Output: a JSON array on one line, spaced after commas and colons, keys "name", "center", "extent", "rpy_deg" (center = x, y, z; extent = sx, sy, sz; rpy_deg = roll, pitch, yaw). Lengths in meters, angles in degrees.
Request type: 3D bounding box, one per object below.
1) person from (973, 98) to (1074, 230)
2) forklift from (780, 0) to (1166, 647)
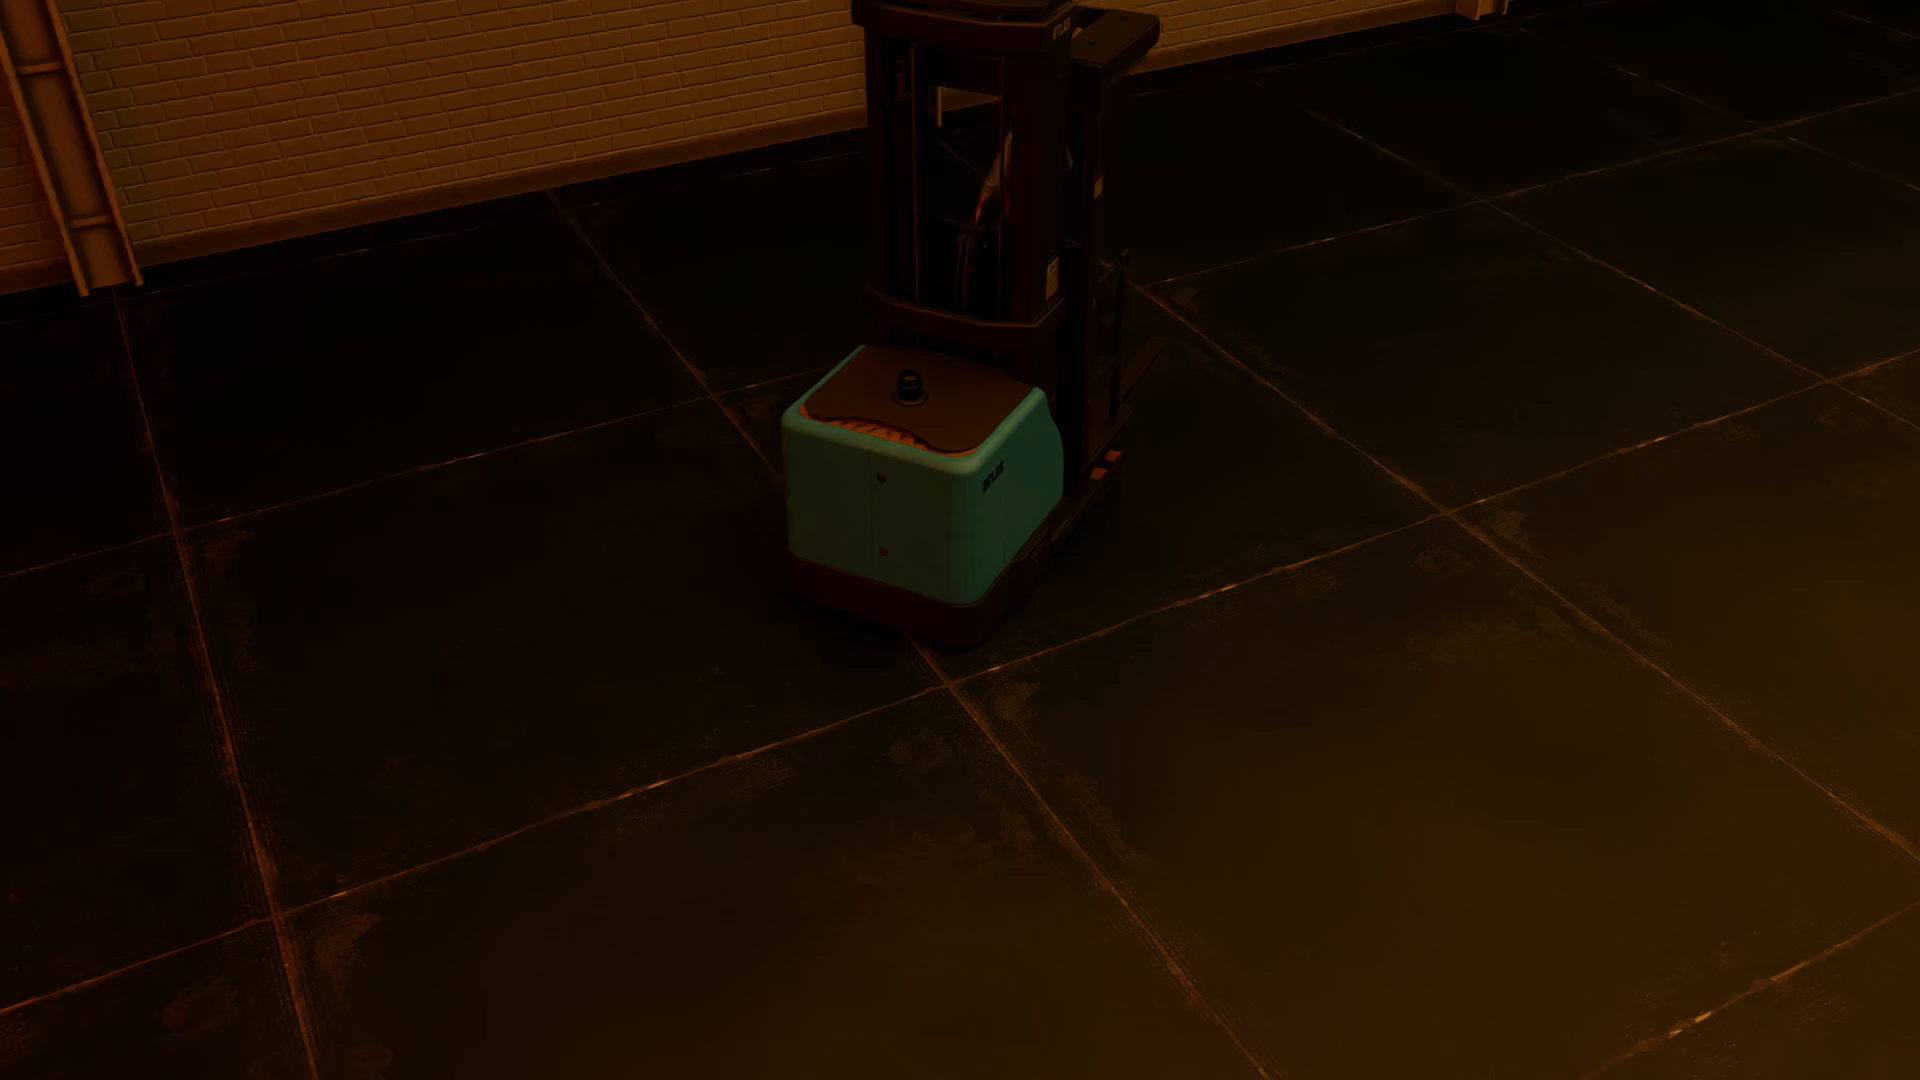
[{"name": "person", "center": [0.383, -2.049, 10.218], "extent": [0.623, 1.562, 0.481], "rpy_deg": [-3, 35, -5]}, {"name": "forklift", "center": [0.265, -1.529, 8.286], "extent": [1.130, 2.935, 3.031], "rpy_deg": [16, 38, 21]}]
